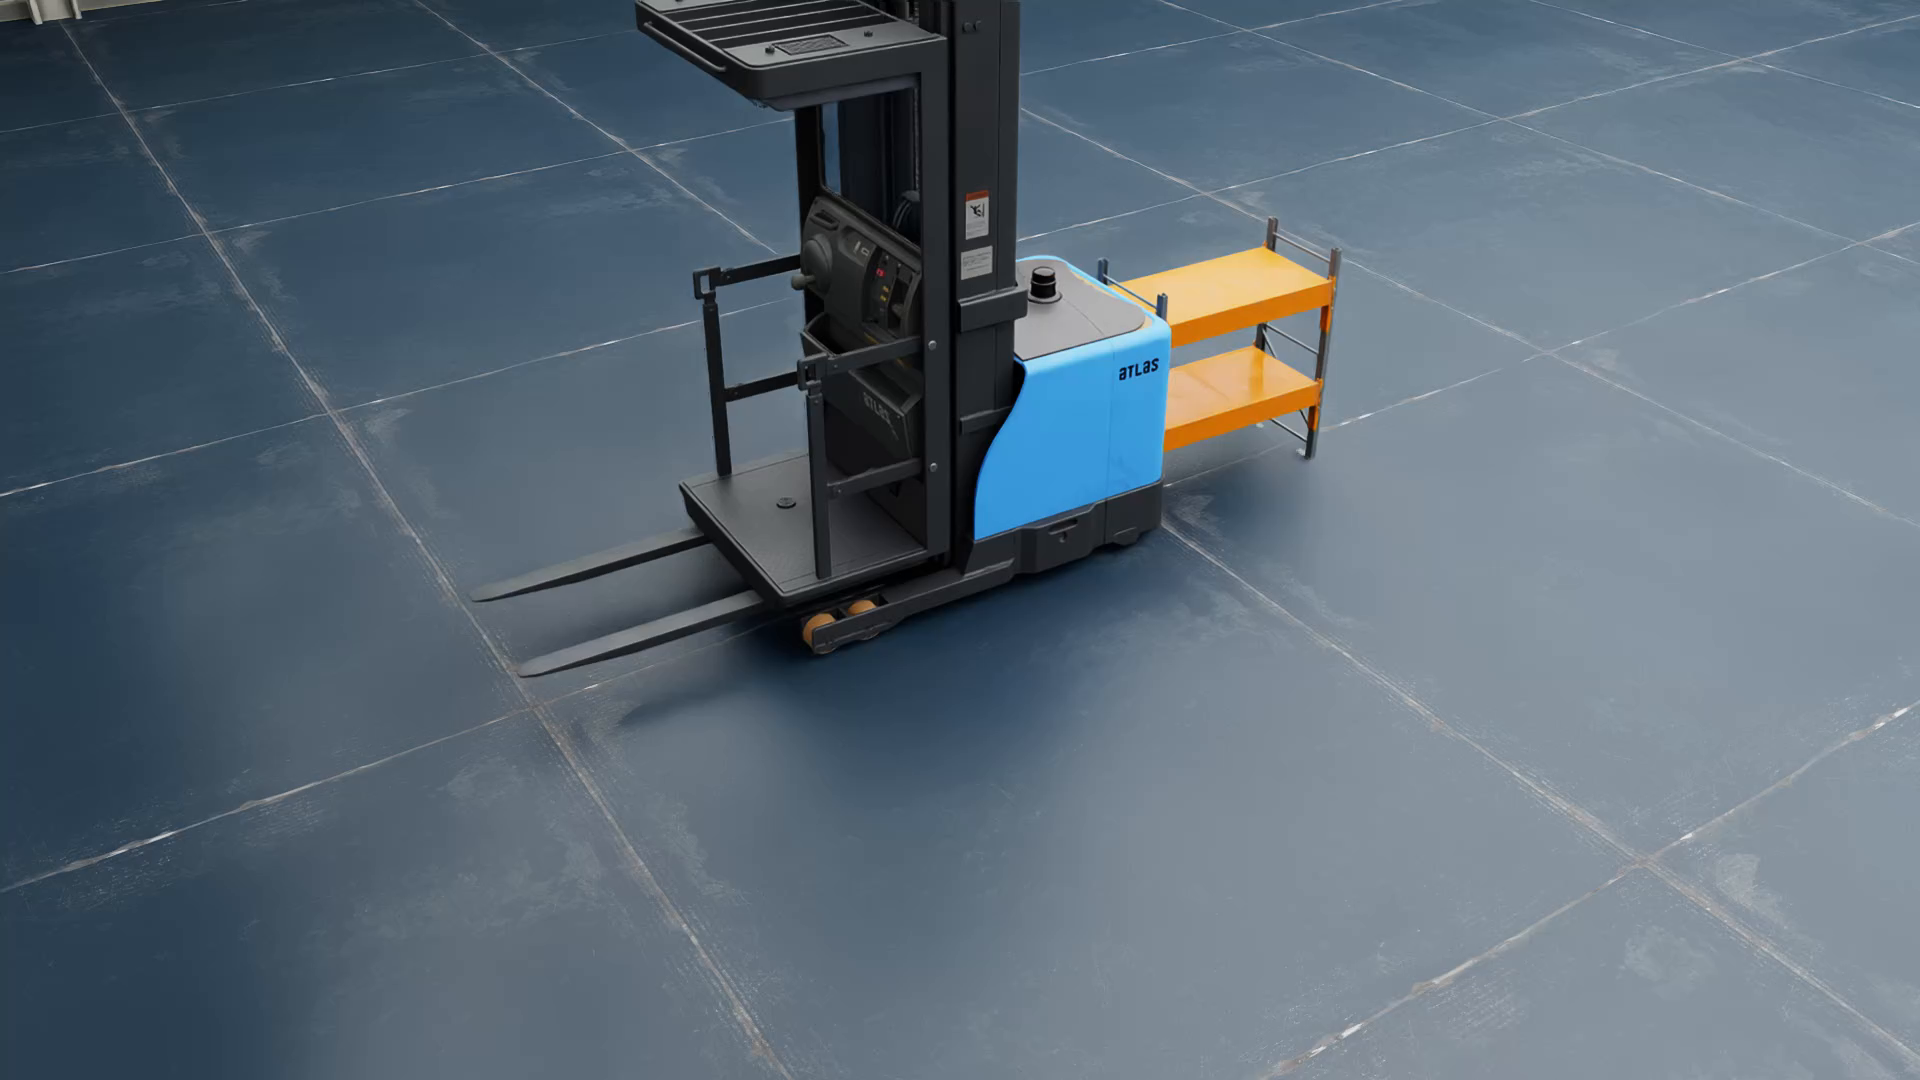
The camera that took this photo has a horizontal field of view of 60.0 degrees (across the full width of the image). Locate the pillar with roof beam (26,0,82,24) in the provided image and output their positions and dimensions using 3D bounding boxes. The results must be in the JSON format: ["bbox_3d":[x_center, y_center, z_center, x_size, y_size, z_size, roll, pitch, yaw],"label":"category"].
[{"bbox_3d":[-6.056,-6.726,9.978,0.400,9.000,9.100,-19,37,-27],"label":"pillar with roof beam"}]

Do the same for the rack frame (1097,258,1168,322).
[{"bbox_3d":[0.781,-0.717,7.833,0.032,1.125,0.500,-18,36,-26],"label":"rack frame"}]

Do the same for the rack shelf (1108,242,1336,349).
[{"bbox_3d":[1.217,-1.104,7.898,1.000,0.278,0.538,-18,36,-26],"label":"rack shelf"}]

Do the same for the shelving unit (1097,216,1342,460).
[{"bbox_3d":[1.217,-0.857,8.054,1.048,1.125,0.538,-18,36,-26],"label":"shelving unit"}]

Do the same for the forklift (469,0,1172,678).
[{"bbox_3d":[-0.588,-1.084,6.721,3.031,2.935,1.130,-18,36,-26],"label":"forklift"}]

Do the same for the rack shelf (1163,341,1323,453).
[{"bbox_3d":[1.217,-0.650,8.184,1.000,0.278,0.538,-18,36,-26],"label":"rack shelf"}]

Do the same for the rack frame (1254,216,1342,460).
[{"bbox_3d":[1.653,-0.996,8.275,0.032,1.125,0.500,-18,36,-26],"label":"rack frame"}]
